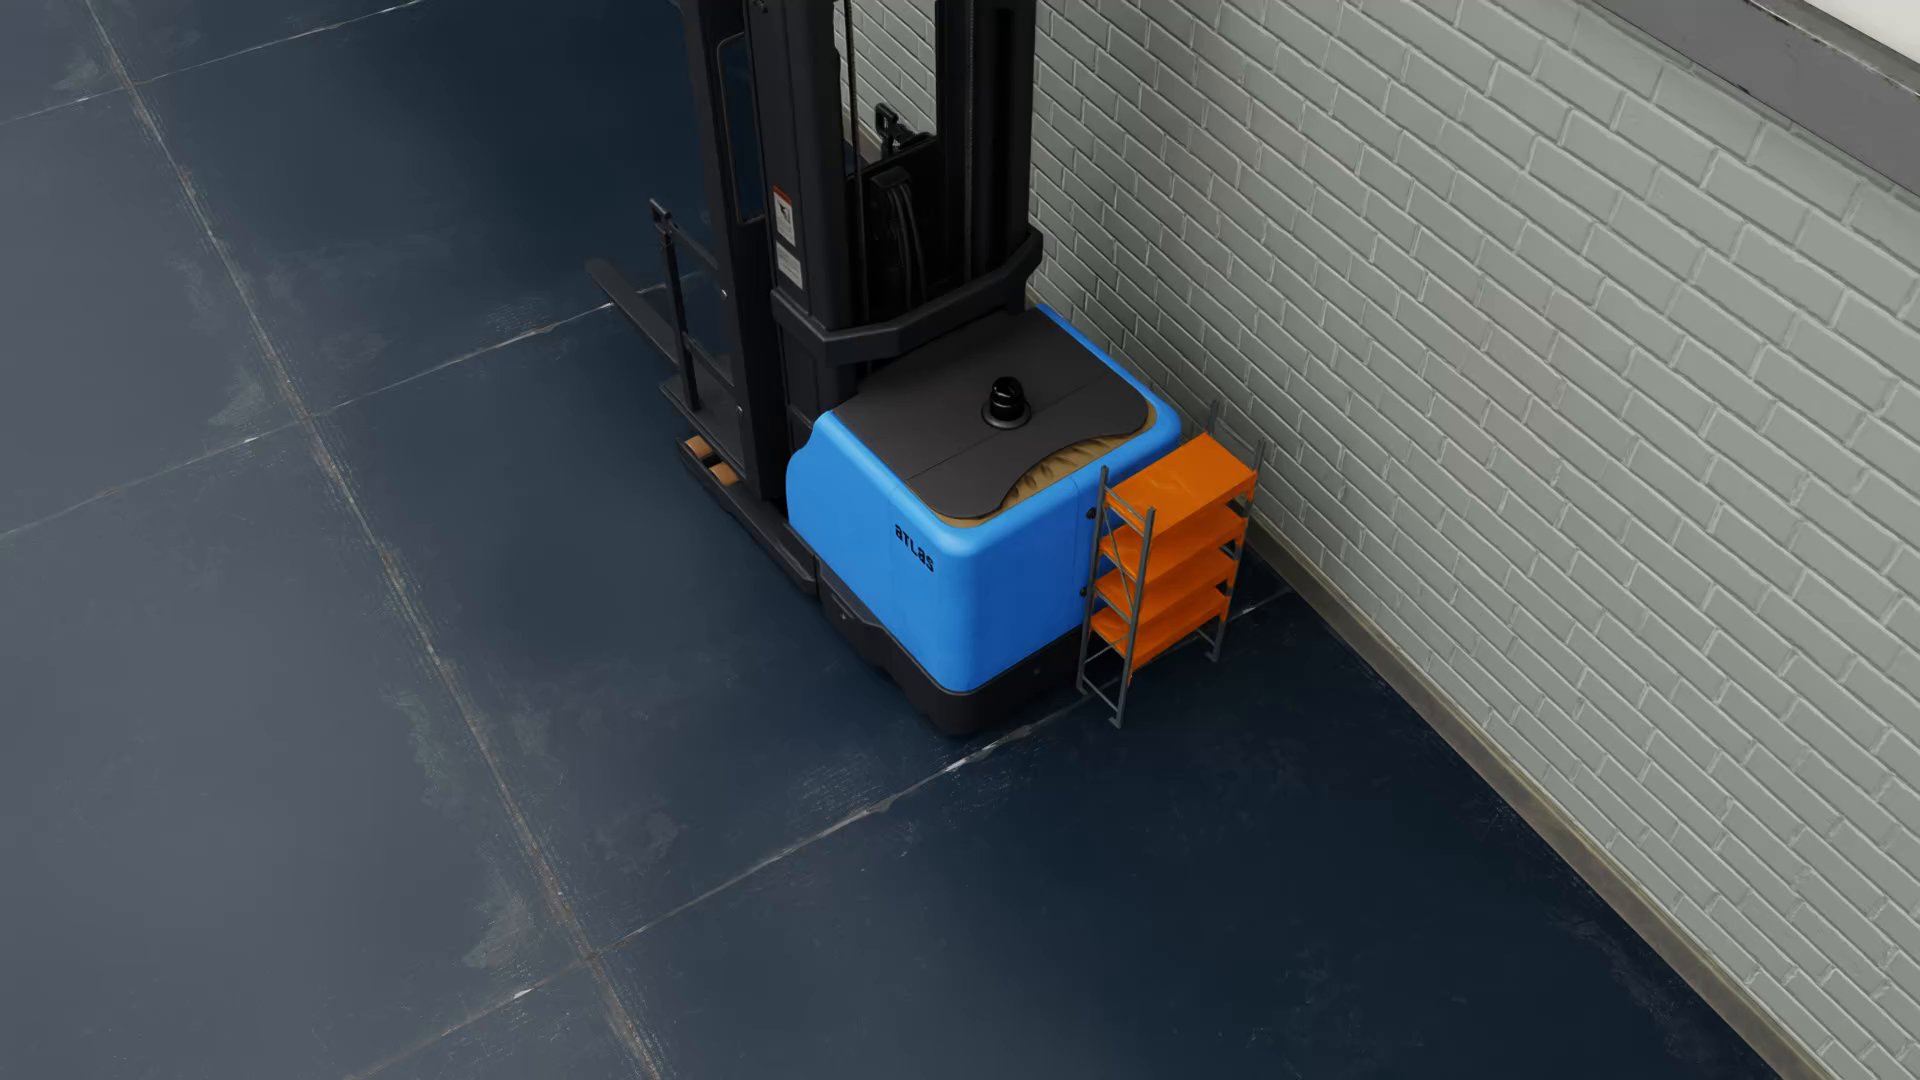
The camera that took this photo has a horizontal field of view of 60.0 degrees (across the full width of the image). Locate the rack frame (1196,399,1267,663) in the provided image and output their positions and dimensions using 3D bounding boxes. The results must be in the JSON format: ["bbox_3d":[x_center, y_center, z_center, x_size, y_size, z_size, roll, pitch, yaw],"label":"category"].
[{"bbox_3d":[0.903,-0.001,5.888,0.015,1.200,0.240,-31,56,-24],"label":"rack frame"}]

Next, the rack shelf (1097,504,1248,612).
[{"bbox_3d":[0.714,0.010,5.669,0.480,0.148,0.258,-31,56,-24],"label":"rack shelf"}]

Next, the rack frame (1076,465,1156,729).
[{"bbox_3d":[0.521,0.225,5.687,0.015,1.200,0.240,-31,56,-24],"label":"rack frame"}]

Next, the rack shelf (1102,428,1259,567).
[{"bbox_3d":[0.718,-0.143,5.489,0.480,0.148,0.258,-31,56,-24],"label":"rack shelf"}]

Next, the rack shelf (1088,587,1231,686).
[{"bbox_3d":[0.708,0.285,5.989,0.480,0.148,0.258,-31,56,-24],"label":"rack shelf"}]

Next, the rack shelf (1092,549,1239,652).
[{"bbox_3d":[0.711,0.156,5.839,0.480,0.148,0.258,-31,56,-24],"label":"rack shelf"}]

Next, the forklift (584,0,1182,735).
[{"bbox_3d":[-0.518,-1.332,5.919,1.130,2.935,3.031,-30,55,-24],"label":"forklift"}]

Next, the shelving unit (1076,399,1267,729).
[{"bbox_3d":[0.712,0.112,5.788,0.503,1.200,0.258,-31,56,-24],"label":"shelving unit"}]
